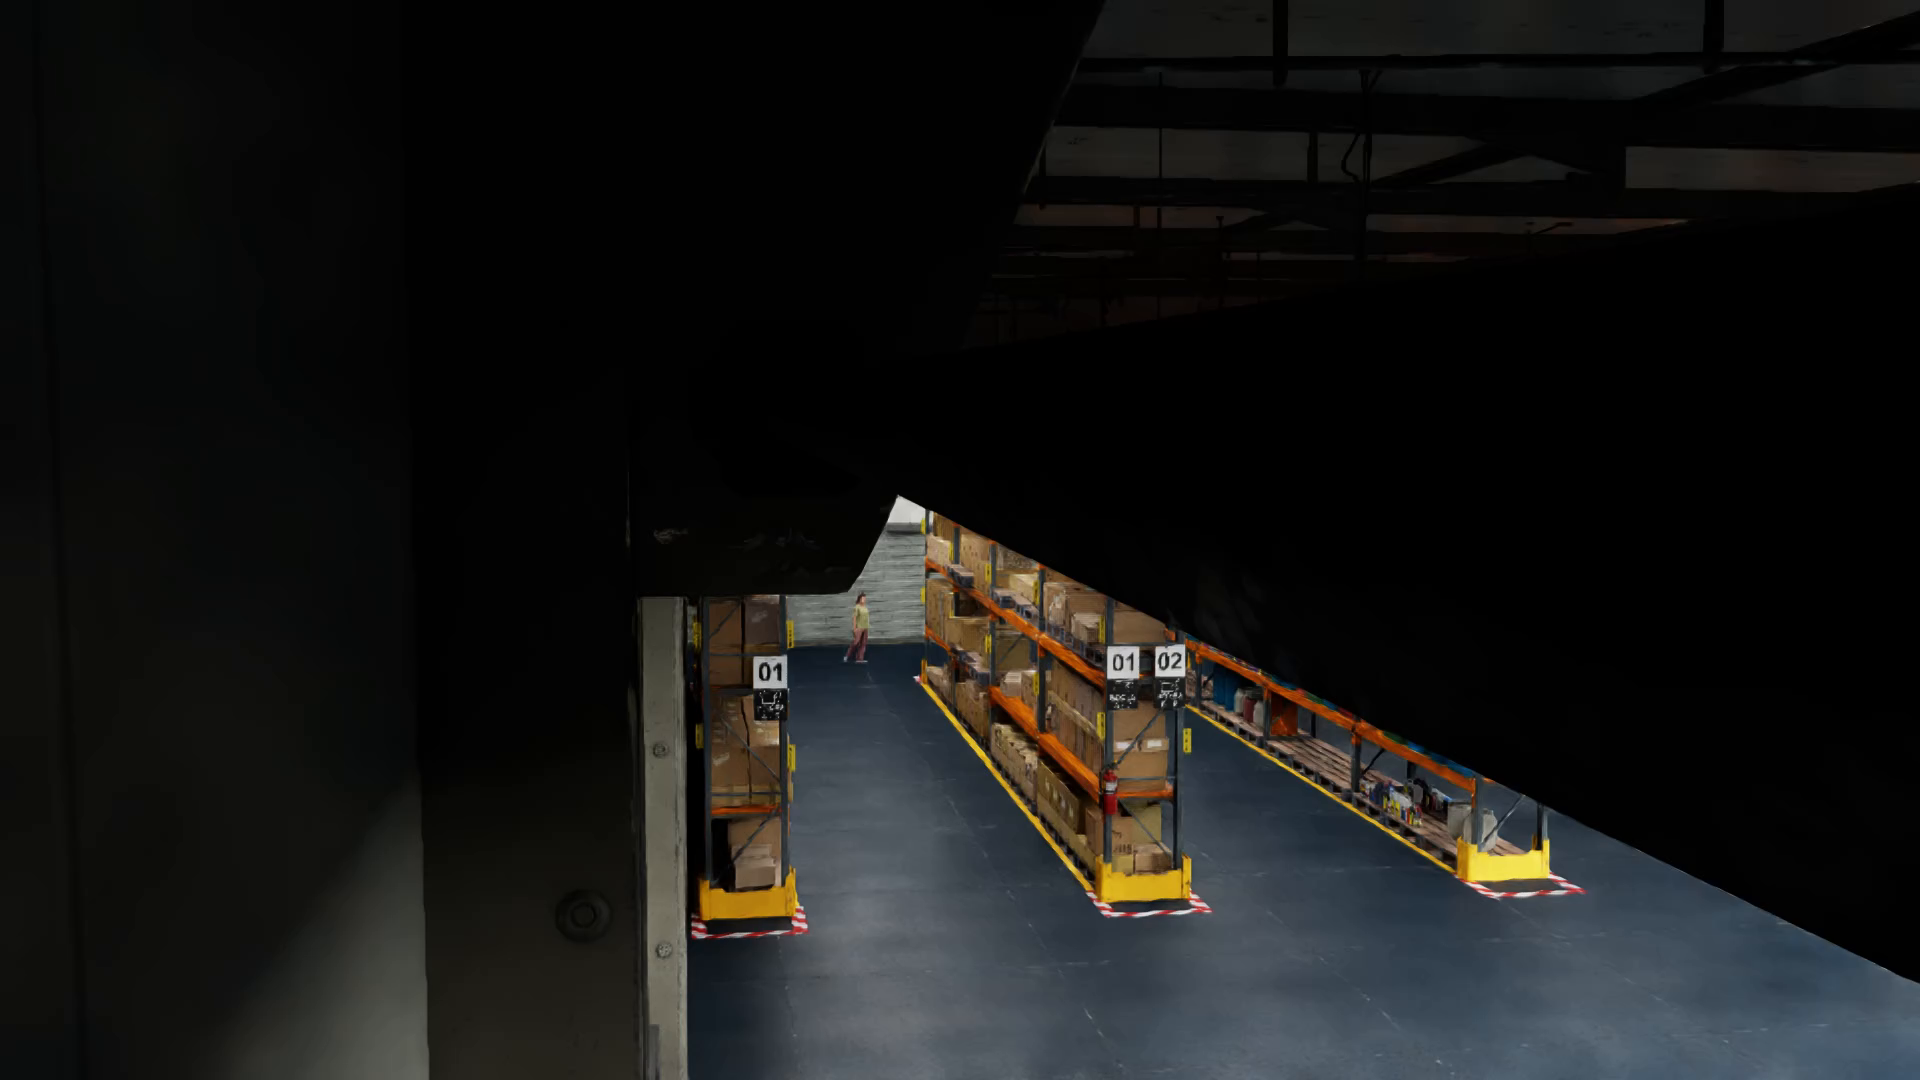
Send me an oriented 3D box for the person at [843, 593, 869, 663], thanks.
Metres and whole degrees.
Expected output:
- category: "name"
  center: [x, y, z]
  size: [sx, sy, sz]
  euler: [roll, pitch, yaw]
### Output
- category: "person"
  center: [-2.439, 2.069, 39.001]
  size: [0.481, 1.665, 0.638]
  euler: [4, 7, 41]
